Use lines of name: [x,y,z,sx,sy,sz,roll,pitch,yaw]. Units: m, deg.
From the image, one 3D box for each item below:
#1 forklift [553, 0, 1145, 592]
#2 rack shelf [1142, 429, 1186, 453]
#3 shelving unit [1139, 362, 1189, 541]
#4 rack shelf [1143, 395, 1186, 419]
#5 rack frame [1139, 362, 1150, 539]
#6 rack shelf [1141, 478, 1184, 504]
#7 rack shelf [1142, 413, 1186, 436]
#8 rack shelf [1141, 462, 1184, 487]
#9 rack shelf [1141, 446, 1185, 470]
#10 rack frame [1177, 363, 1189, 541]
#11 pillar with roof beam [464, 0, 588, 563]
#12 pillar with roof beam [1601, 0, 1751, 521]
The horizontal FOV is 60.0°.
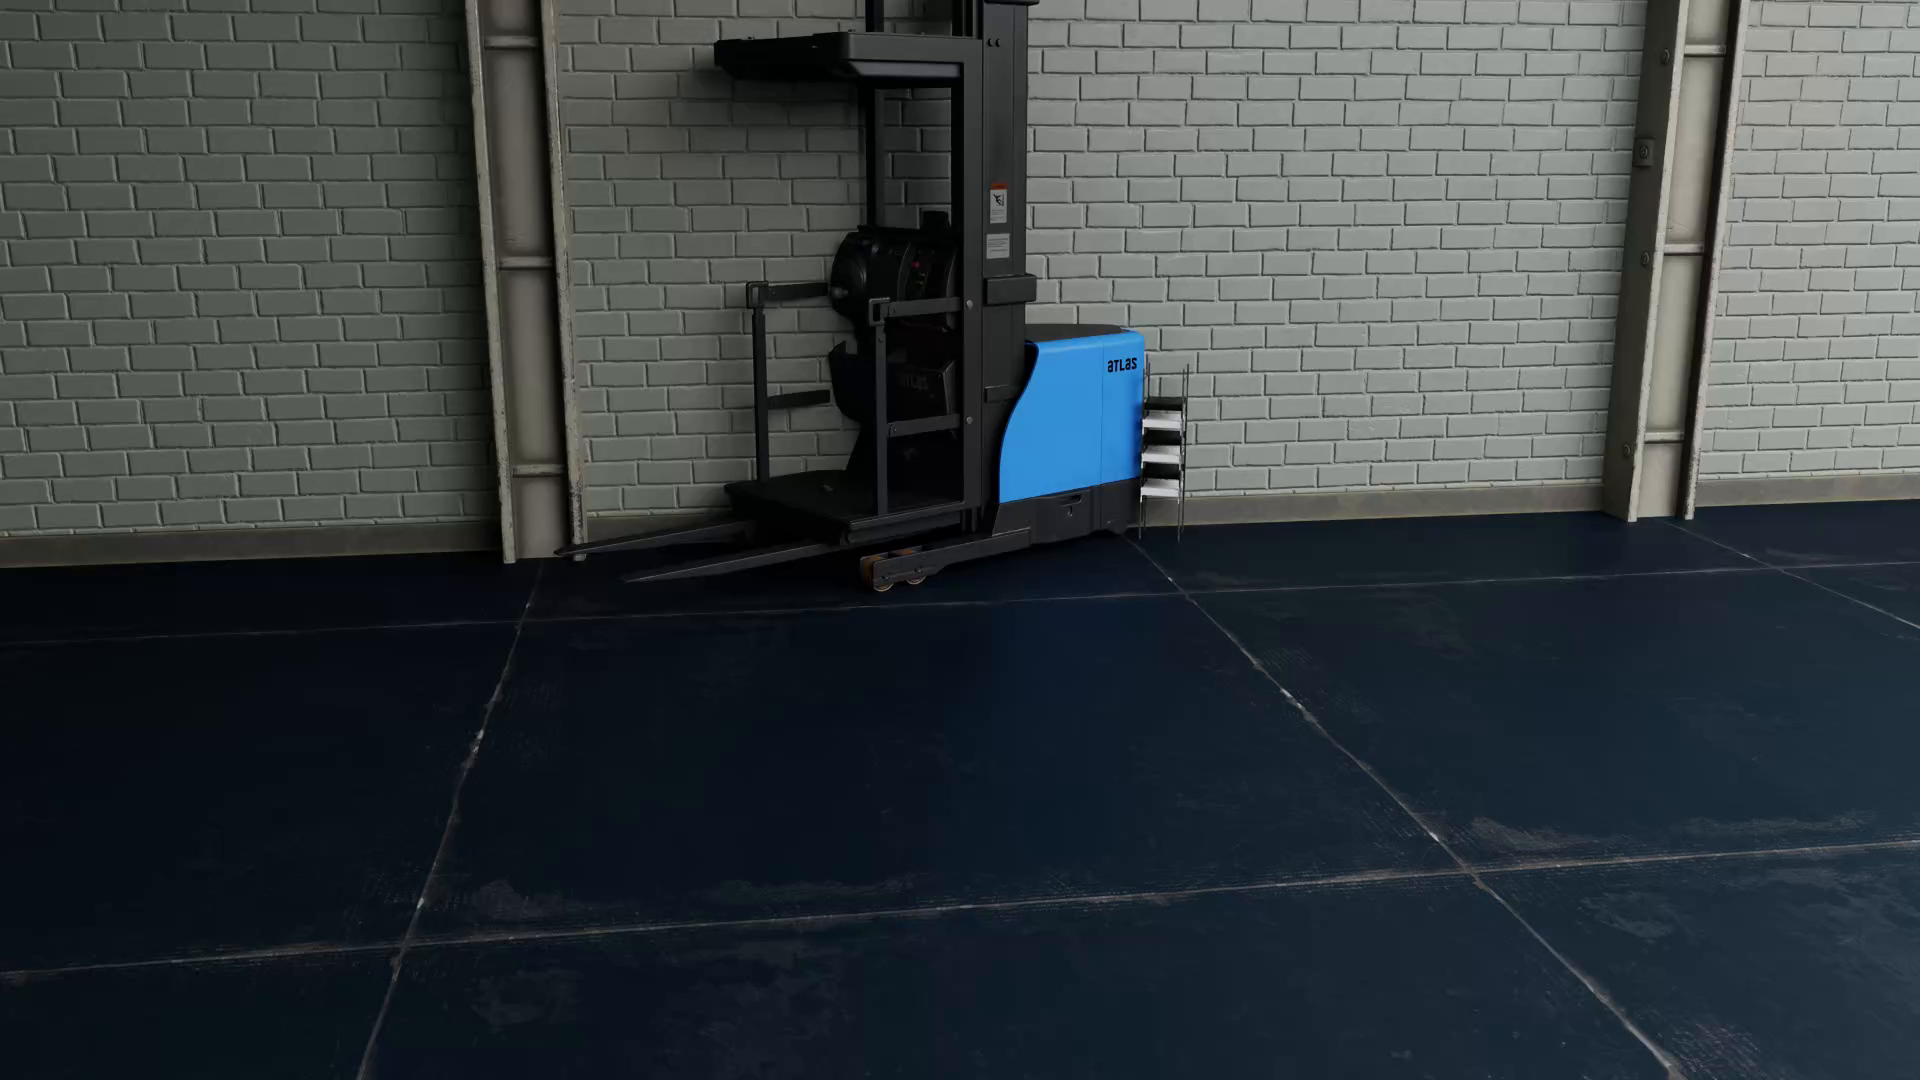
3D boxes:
forklift: [-0.481,-1.324,7.978,3.031,2.935,1.130,-11,18,-38]
rack shelf: [1.070,-0.521,8.715,0.200,0.077,0.258,3,14,13]
shelving unit: [1.070,-0.466,8.729,0.210,0.900,0.258,3,14,13]
rack shelf: [1.070,-0.695,8.671,0.200,0.077,0.258,3,14,13]
rack frame: [0.971,-0.471,8.752,0.006,0.900,0.240,3,14,13]
rack shelf: [1.070,-0.259,8.781,0.200,0.077,0.258,3,14,13]
rack shelf: [1.070,-0.608,8.693,0.200,0.077,0.258,3,14,13]
rack shelf: [1.070,-0.346,8.759,0.200,0.077,0.258,3,14,13]
rack shelf: [1.070,-0.433,8.737,0.200,0.077,0.258,3,14,13]
rack frame: [1.169,-0.460,8.706,0.006,0.900,0.240,3,14,13]
pillar with roof beam: [-1.456,-3.258,3.212,0.400,9.000,9.100,-2,14,-8]
pillar with roof beam: [4.477,-3.475,4.079,0.400,9.000,9.100,-2,14,-8]
